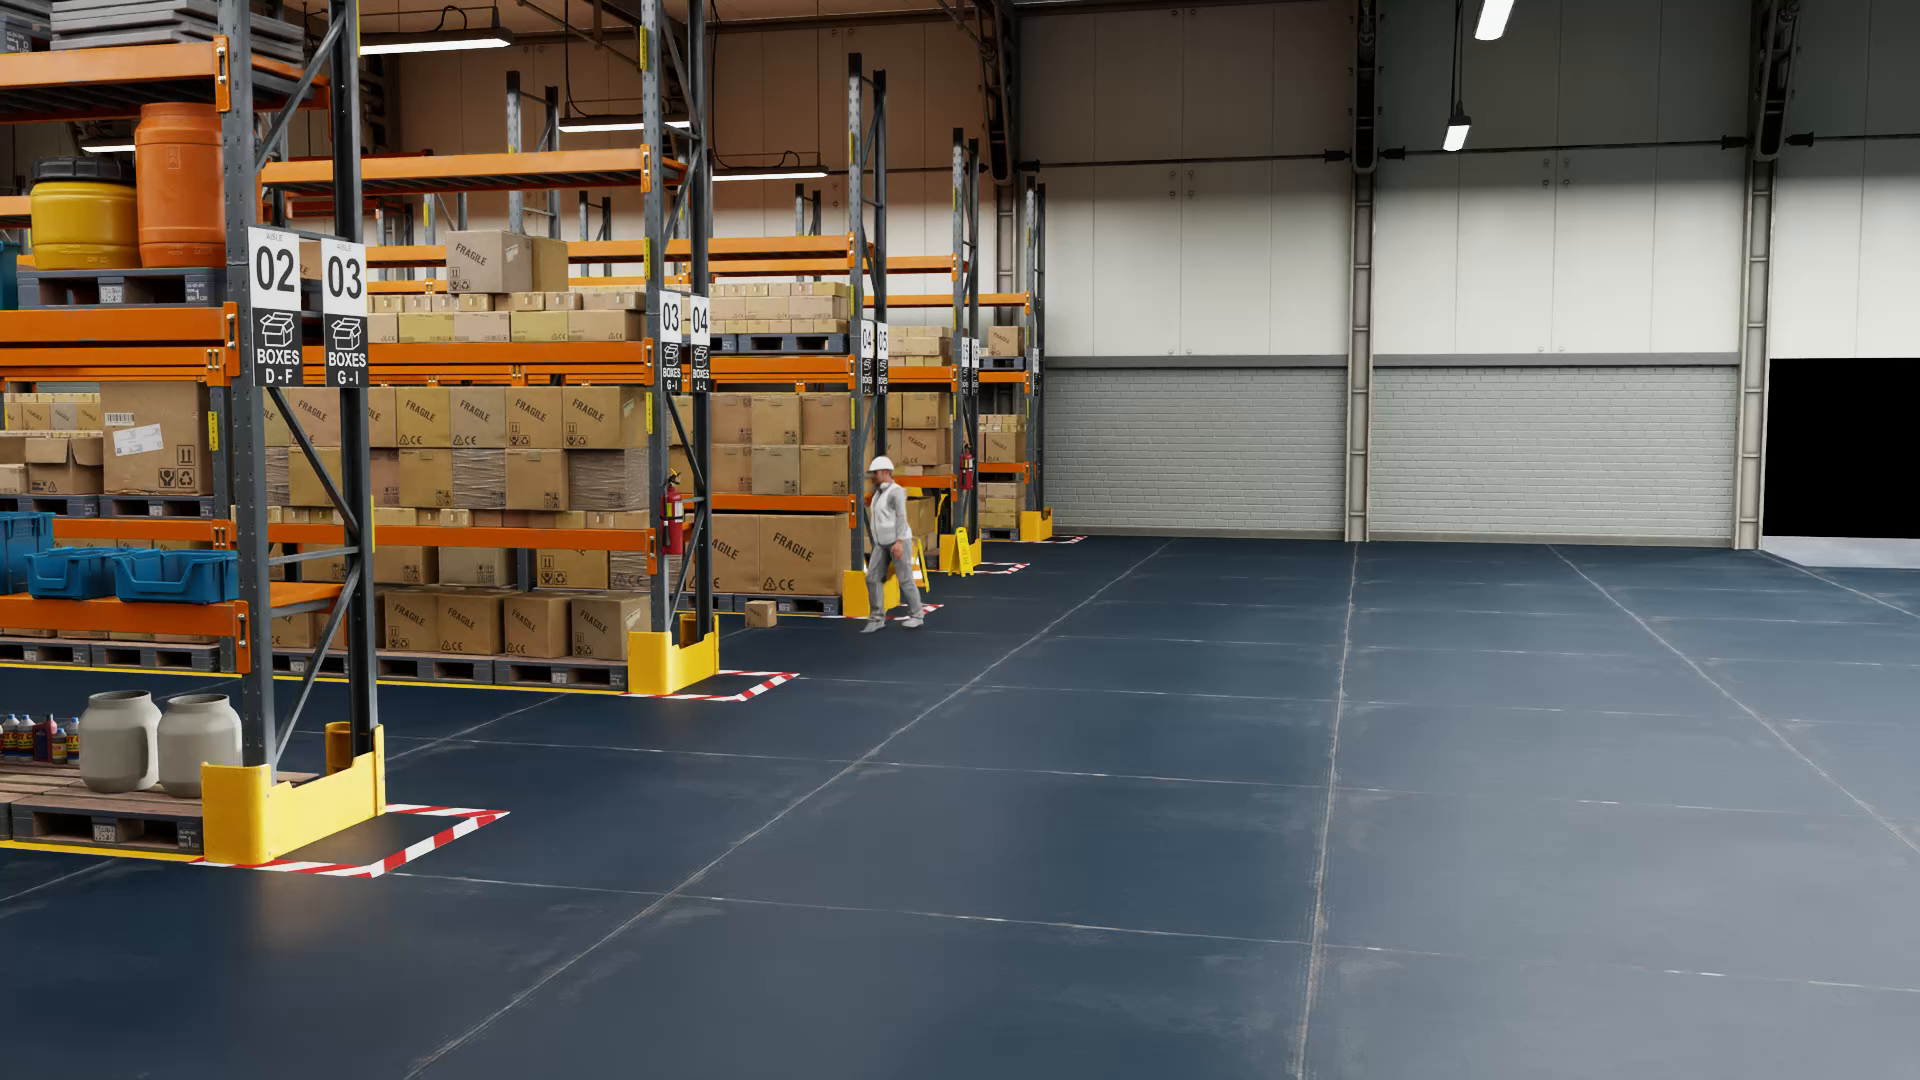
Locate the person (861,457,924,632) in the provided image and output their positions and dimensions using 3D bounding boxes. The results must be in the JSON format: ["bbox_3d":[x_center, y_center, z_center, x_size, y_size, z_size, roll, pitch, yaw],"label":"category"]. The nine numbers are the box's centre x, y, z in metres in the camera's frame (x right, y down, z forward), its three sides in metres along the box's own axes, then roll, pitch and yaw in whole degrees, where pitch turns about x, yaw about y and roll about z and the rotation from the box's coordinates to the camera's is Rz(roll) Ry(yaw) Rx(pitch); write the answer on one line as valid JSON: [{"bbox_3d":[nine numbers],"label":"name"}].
[{"bbox_3d":[-0.711,0.065,16.920,0.677,1.821,0.614,-4,6,-37],"label":"person"}]
